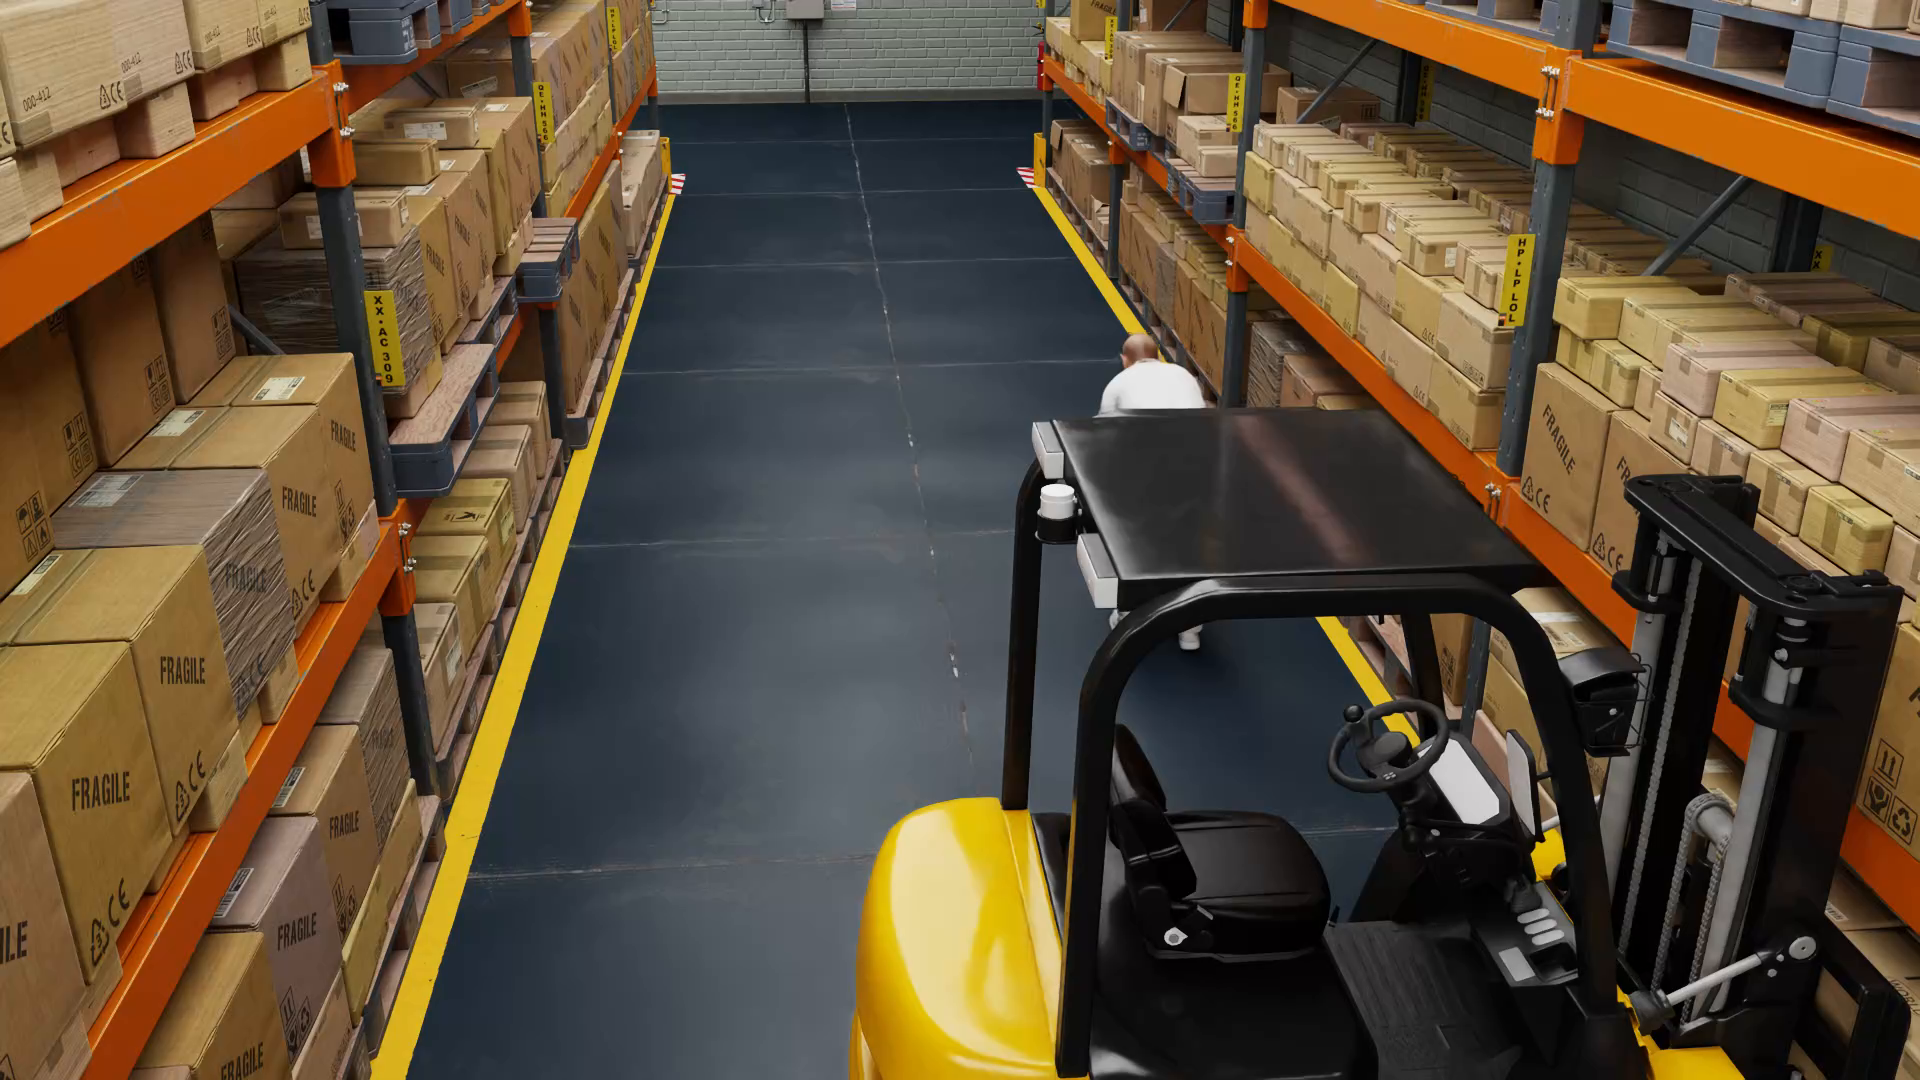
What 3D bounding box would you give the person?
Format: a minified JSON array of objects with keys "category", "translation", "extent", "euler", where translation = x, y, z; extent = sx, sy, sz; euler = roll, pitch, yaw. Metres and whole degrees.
[{"category":"person","translation":[0.906,-0.214,7.730],"extent":[0.568,1.290,0.900],"euler":[-3,24,-7]}]
